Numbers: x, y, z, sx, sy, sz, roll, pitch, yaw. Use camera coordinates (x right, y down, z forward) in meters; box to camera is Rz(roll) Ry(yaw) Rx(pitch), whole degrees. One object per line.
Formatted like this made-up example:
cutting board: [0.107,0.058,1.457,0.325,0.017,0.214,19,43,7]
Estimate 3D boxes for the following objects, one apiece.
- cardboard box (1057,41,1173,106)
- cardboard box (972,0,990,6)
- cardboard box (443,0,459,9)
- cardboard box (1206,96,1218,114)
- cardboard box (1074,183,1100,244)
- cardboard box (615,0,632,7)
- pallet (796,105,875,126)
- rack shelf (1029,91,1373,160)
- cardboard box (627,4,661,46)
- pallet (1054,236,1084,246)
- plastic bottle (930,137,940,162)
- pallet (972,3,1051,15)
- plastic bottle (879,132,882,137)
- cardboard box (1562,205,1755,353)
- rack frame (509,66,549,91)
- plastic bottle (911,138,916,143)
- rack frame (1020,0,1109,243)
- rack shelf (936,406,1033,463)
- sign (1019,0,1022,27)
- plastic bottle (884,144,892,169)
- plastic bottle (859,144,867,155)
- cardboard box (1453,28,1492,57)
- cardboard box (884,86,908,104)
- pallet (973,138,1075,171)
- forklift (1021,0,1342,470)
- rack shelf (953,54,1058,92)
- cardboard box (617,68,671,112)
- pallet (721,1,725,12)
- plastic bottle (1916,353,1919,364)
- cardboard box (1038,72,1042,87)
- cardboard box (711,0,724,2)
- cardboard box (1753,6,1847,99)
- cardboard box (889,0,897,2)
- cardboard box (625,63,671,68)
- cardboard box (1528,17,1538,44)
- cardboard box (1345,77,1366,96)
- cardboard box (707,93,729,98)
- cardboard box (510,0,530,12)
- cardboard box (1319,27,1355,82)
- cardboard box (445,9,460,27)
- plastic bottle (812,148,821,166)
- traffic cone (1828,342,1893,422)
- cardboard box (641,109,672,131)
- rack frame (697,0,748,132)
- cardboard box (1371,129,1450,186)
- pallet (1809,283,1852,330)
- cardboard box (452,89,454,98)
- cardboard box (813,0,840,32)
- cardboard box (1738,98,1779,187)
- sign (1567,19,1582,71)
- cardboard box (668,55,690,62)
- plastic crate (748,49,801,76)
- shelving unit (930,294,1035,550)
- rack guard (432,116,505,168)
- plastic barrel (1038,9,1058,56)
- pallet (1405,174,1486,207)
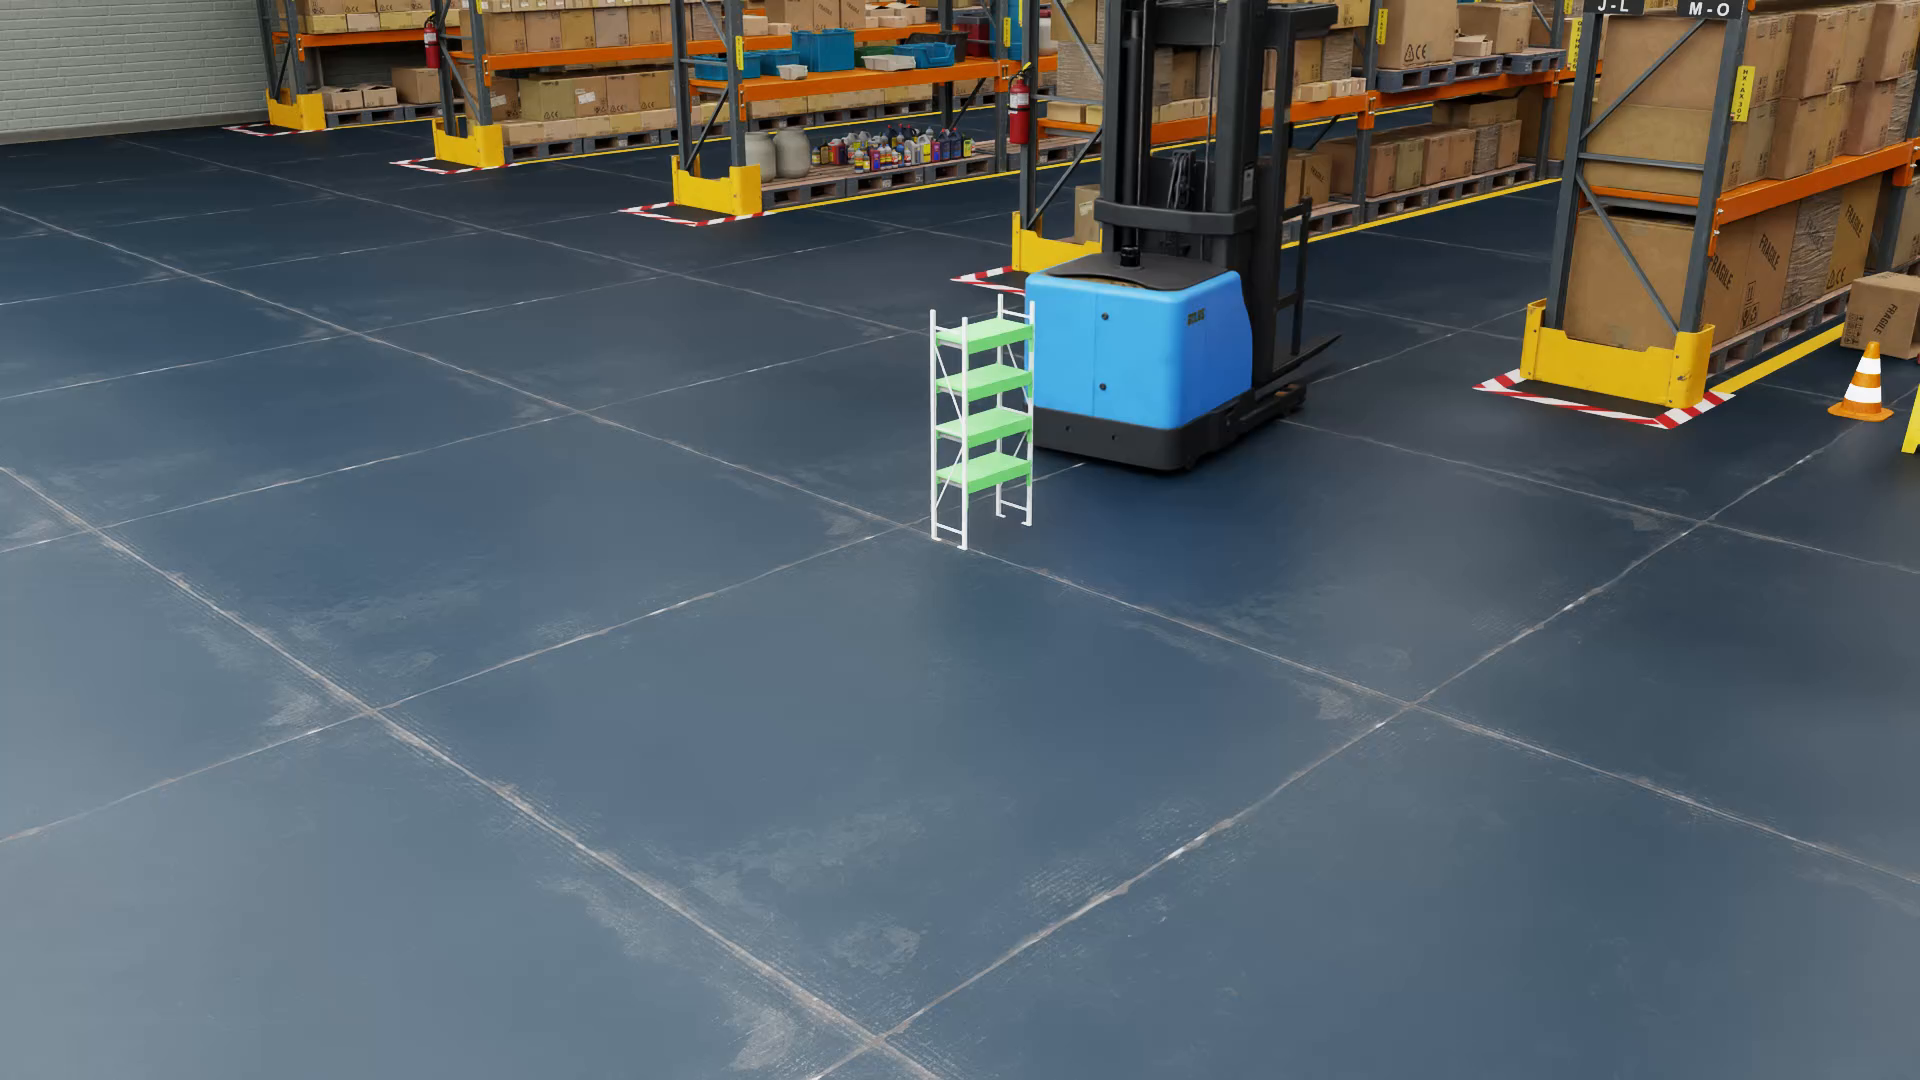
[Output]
cardboard box: [1.327,-4.025,14.310,0.875,0.500,0.500,19,28,41]
cardboard box: [0.543,-8.861,26.724,0.500,0.500,0.700,-14,25,-32]
cardboard box: [-7.744,-8.286,25.087,0.500,0.500,0.500,18,28,39]
cardboard box: [2.160,-3.924,14.952,0.380,0.149,0.250,19,28,41]
cardboard box: [1.371,-2.890,14.812,0.500,0.500,0.500,-14,25,-32]
cardboard box: [-4.487,-7.044,21.677,0.250,0.149,0.380,-19,28,-40]
pallet: [-2.044,-6.426,24.998,1.003,0.211,1.213,19,28,41]
rack shelf: [2.319,-3.883,15.498,1.077,0.370,4.000,19,28,41]
cardboard box: [-4.402,-6.879,22.151,0.500,0.500,0.700,-20,28,-41]
pallet: [1.569,-2.622,15.103,1.003,0.211,1.213,19,28,41]
plastic bottle: [-0.295,-4.570,19.458,0.133,0.283,0.061,-18,27,-39]
pallet: [0.763,-8.653,27.173,1.003,0.211,1.213,19,28,41]
plastic bottle: [-0.972,-4.726,19.861,0.133,0.283,0.061,-19,28,-40]
cardboard box: [4.832,-1.832,11.537,0.875,0.875,0.875,19,28,41]
rack frame: [-6.933,-8.452,26.383,1.000,3.000,0.127,19,28,41]
plastic bottle: [-0.528,-4.559,19.427,0.061,0.283,0.133,19,28,41]
rack frame: [0.924,-3.705,14.032,1.000,3.000,0.127,19,28,41]
rack shelf: [0.115,-0.543,8.493,0.258,0.148,0.480,19,28,41]
sign: [0.540,-4.537,14.142,0.100,0.325,0.005,19,28,41]
plastic bottle: [-0.828,-4.378,18.973,0.097,0.271,0.097,0,21,0]
plastic bottle: [-1.136,-4.543,19.501,0.097,0.201,0.097,0,21,0]
cardboard box: [5.535,-5.398,18.040,0.396,0.266,0.258,18,28,39]
cardboard box: [-1.140,-6.824,25.395,0.500,0.250,0.500,19,28,40]
pallet: [0.685,-4.882,20.983,1.003,0.211,1.213,19,28,41]
forklift: [1.591,-2.237,10.309,1.130,2.935,3.031,13,25,31]
rack shelf: [1.560,-6.151,21.399,1.077,0.370,4.000,19,28,41]
cardboard box: [-4.251,-6.047,22.327,0.500,0.500,0.500,19,28,41]
pallet: [-4.563,-9.181,28.547,1.213,0.211,1.003,19,28,41]
plastic bottle: [6.961,-1.275,11.806,0.283,0.061,0.133,9,23,23]
cardboard box: [1.007,-7.724,27.361,0.500,0.500,0.500,18,27,39]
cardboard box: [-3.417,-7.439,22.704,0.380,0.149,0.250,19,28,41]
cardboard box: [5.499,-3.371,11.451,0.875,0.550,0.550,19,28,41]
cardboard box: [-1.385,-10.243,31.364,0.380,0.149,0.250,20,28,41]
cardboard box: [-4.272,-6.304,22.998,0.500,0.500,0.500,19,28,41]
cardboard box: [6.671,-5.996,19.855,0.500,0.500,0.500,-19,28,-40]
cardboard box: [3.775,-4.487,16.417,0.380,0.149,0.250,19,28,41]
cardboard box: [-3.304,-6.563,23.935,0.500,0.311,0.500,19,28,41]
cardboard box: [-5.561,-6.650,20.651,0.380,0.149,0.250,18,28,39]
cardboard box: [3.356,-4.818,16.375,0.875,0.500,0.500,19,28,41]
cardboard box: [-7.740,-7.934,25.218,0.500,0.250,0.500,19,28,40]
plastic bottle: [-1.658,-4.425,19.194,0.097,0.201,0.097,0,21,0]
traffic cone: [5.795,-1.034,10.620,0.336,0.463,0.334,19,28,41]
cardboard box: [-4.242,-5.693,22.454,0.500,0.250,0.500,19,28,41]
rack frame: [-3.381,-7.213,23.160,1.000,3.000,0.127,19,28,41]
cardboard box: [4.894,-4.186,18.154,0.700,0.500,0.500,16,26,36]
pallet: [6.611,-1.988,13.452,1.003,0.211,1.213,19,28,41]
cardboard box: [-8.063,-6.920,25.759,0.380,0.149,0.250,17,27,36]
cardboard box: [-2.117,-7.717,24.332,0.500,0.500,0.500,19,28,41]
cardboard box: [5.001,-2.761,11.367,0.875,0.550,0.550,19,28,41]
sign: [4.028,-3.228,10.847,0.100,0.325,0.005,19,28,41]
cardboard box: [-5.050,-8.217,28.644,0.700,0.500,0.500,19,28,41]
plastic crate: [-2.033,-5.244,18.244,0.499,0.251,0.408,19,28,41]
shelving unit: [0.115,-0.603,8.470,0.258,1.200,0.503,19,28,41]
rack guard: [-6.188,-5.012,20.917,1.175,0.500,0.348,19,28,41]
plastic barrel: [0.990,-6.227,20.405,0.433,0.535,0.433,0,21,0]
pallet: [5.107,-3.947,18.549,1.003,0.211,1.213,19,28,41]
